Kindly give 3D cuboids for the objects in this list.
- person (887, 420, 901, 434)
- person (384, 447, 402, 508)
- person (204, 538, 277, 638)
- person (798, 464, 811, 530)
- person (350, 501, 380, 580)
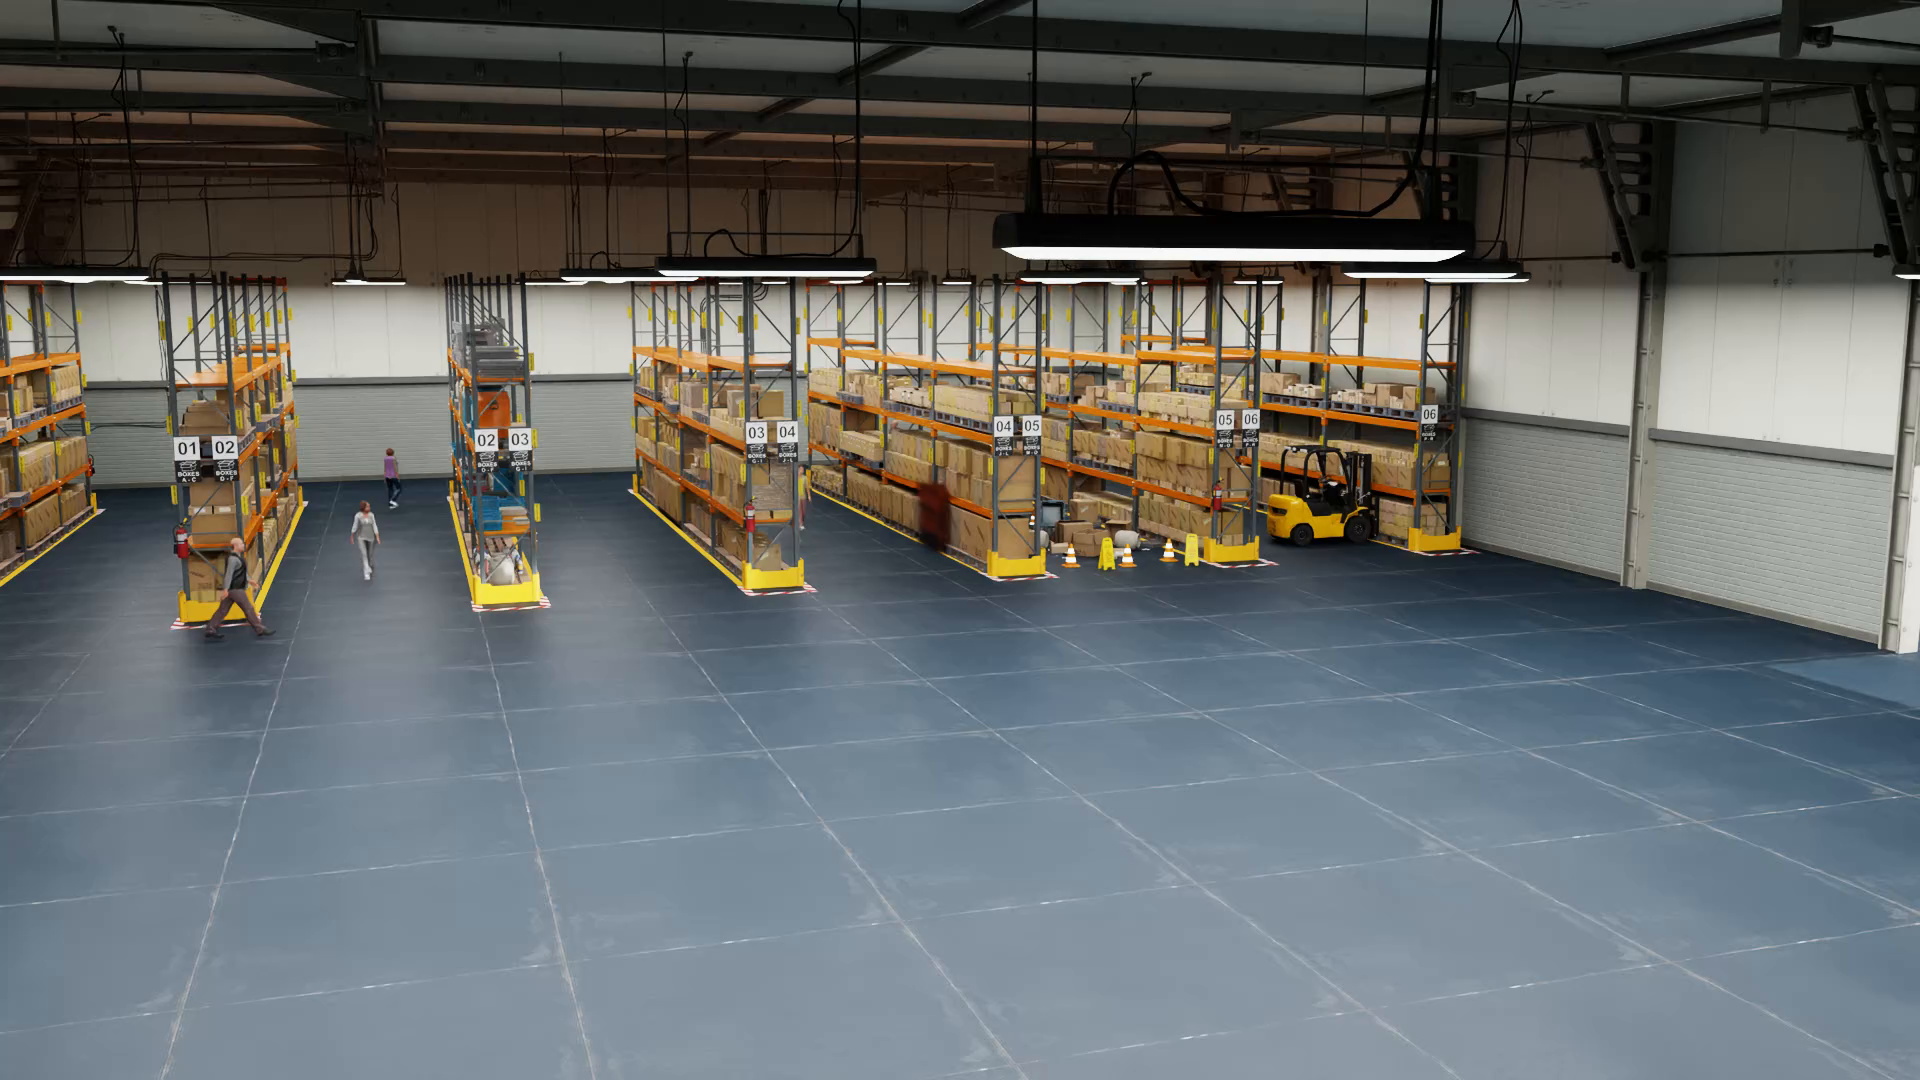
[{"bbox_3d":[-1.956,-2.808,50.837,1.111,1.735,0.547,-5,10,-30],"label":"person"},{"bbox_3d":[-14.877,-1.613,43.463,0.453,1.598,0.435,3,9,20],"label":"person"},{"bbox_3d":[-11.842,0.786,27.260,1.100,1.649,0.565,-4,10,-25],"label":"person"},{"bbox_3d":[-3.667,-1.004,37.979,0.509,1.491,1.038,-3,9,-21],"label":"person"},{"bbox_3d":[-11.817,-0.023,33.018,0.530,1.536,1.009,-5,10,-28],"label":"person"}]
